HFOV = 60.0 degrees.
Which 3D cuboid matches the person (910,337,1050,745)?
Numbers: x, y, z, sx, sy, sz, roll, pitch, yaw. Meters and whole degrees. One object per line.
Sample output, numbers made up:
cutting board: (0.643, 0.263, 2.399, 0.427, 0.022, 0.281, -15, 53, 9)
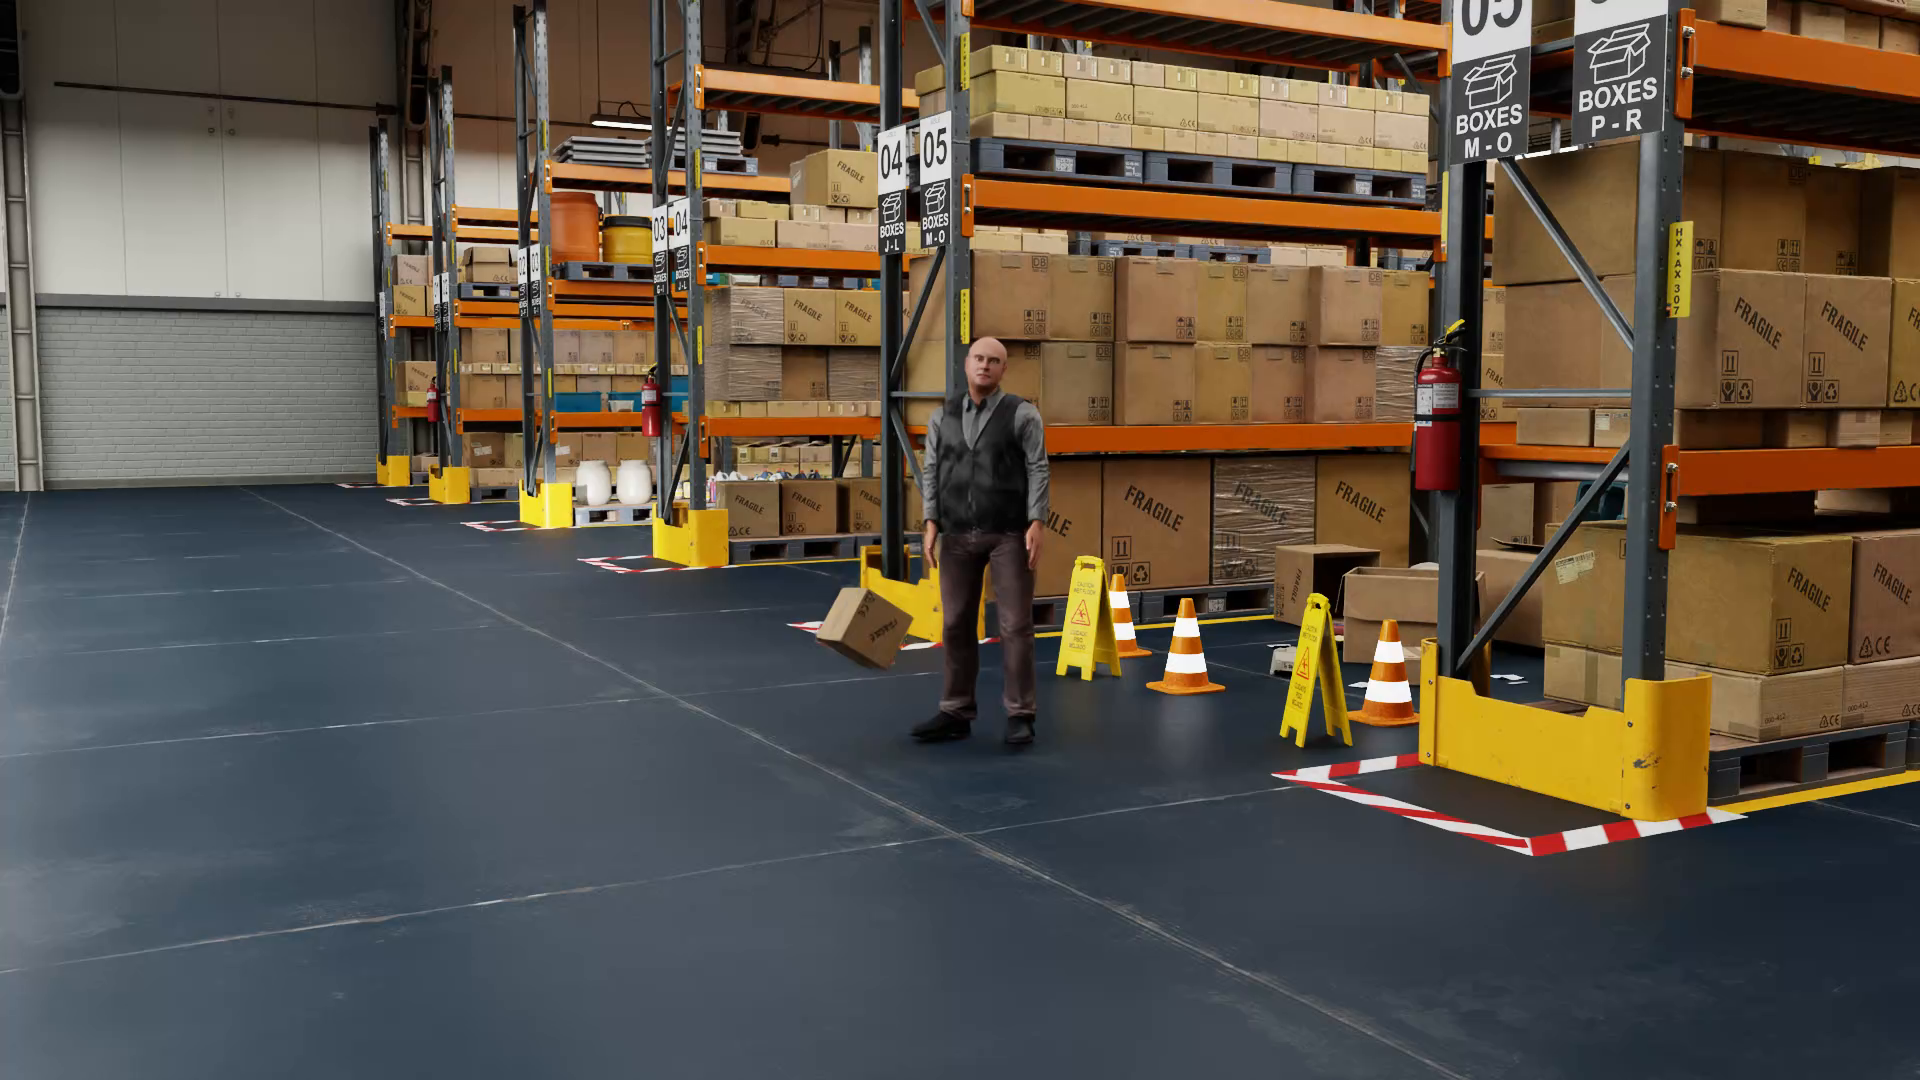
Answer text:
person: (0.090, 0.001, 7.126, 0.599, 1.731, 0.398, 2, 5, 19)
